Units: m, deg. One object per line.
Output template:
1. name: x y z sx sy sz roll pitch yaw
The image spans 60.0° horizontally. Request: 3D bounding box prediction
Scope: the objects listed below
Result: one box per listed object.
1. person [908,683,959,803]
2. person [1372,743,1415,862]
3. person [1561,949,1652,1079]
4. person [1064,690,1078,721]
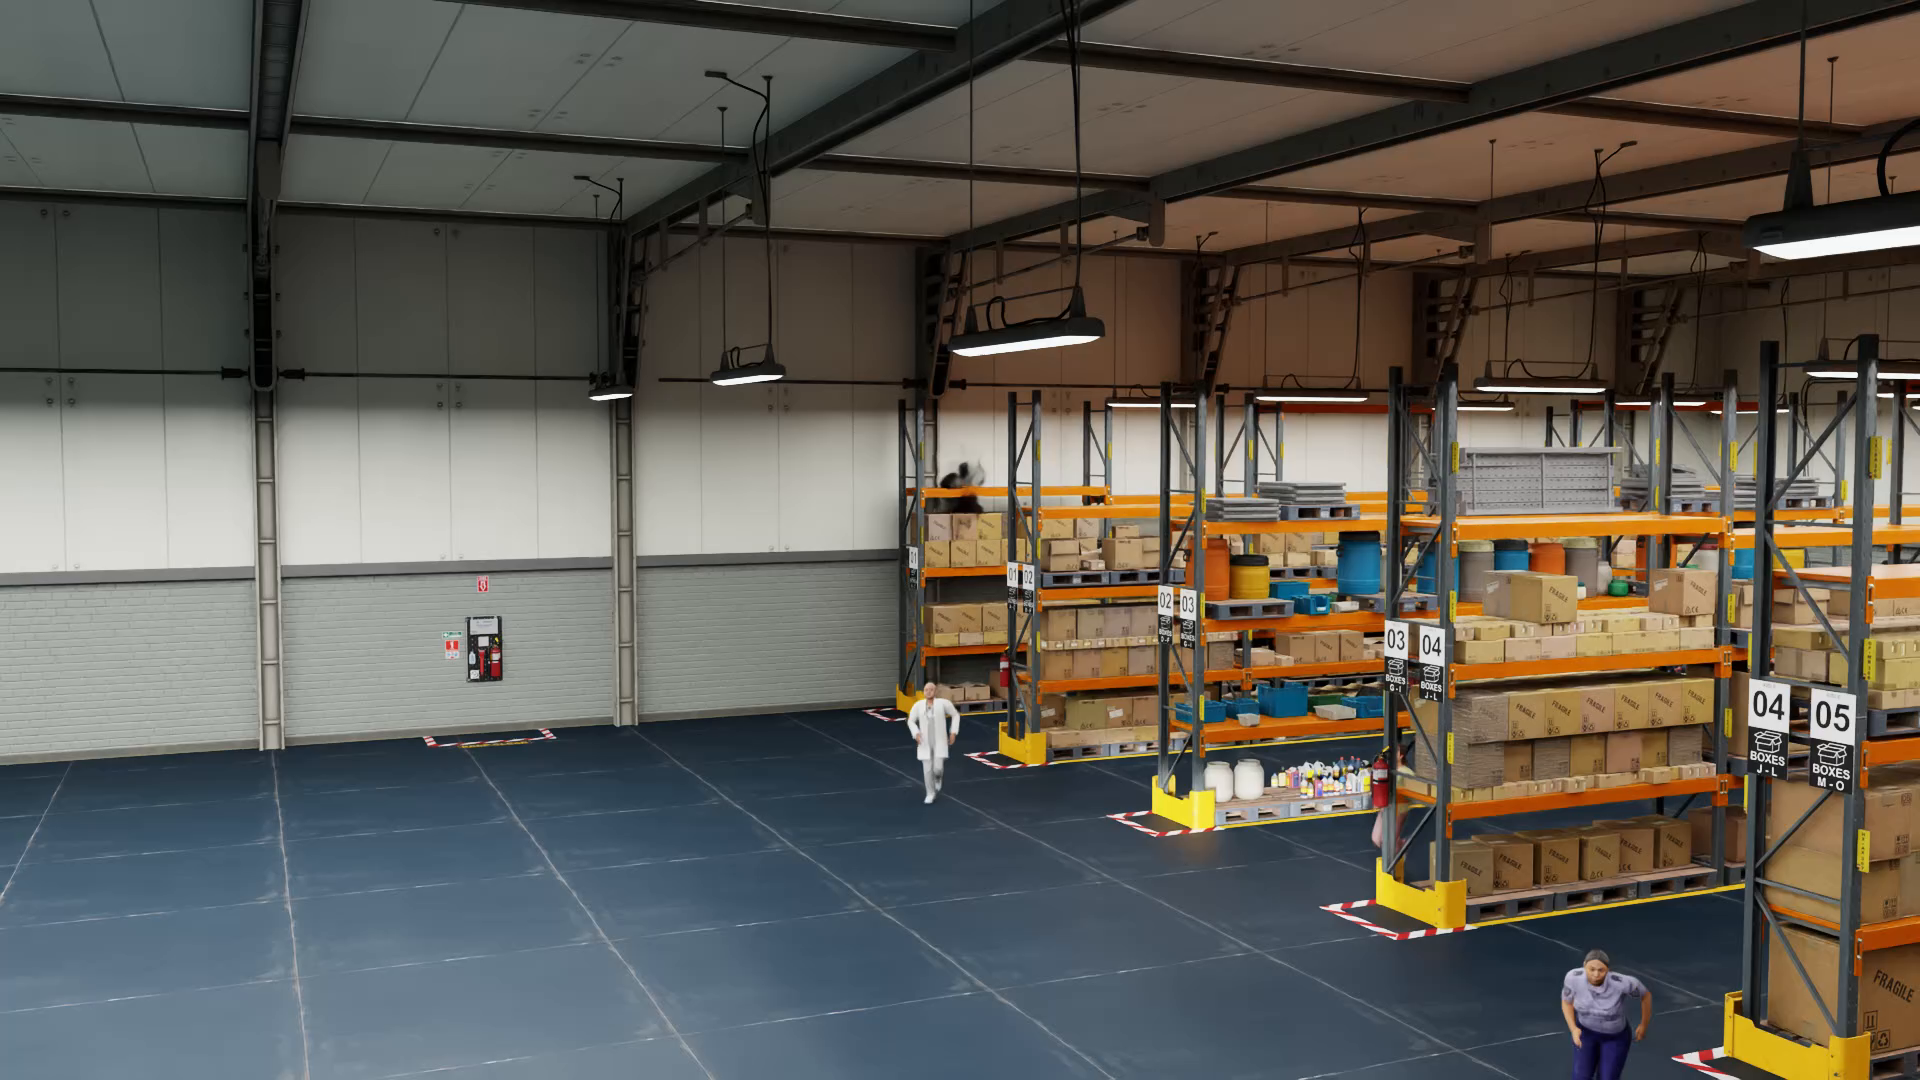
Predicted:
1. person: -0.389 2.905 23.844 0.734 1.738 0.698 0 3 7
2. person: 5.168 3.200 19.683 0.558 1.616 0.582 -2 4 -29
3. person: 4.791 3.726 12.332 0.615 1.487 0.788 2 4 30
4. person: 1.989 2.617 29.429 0.799 1.612 0.532 -2 4 -26
